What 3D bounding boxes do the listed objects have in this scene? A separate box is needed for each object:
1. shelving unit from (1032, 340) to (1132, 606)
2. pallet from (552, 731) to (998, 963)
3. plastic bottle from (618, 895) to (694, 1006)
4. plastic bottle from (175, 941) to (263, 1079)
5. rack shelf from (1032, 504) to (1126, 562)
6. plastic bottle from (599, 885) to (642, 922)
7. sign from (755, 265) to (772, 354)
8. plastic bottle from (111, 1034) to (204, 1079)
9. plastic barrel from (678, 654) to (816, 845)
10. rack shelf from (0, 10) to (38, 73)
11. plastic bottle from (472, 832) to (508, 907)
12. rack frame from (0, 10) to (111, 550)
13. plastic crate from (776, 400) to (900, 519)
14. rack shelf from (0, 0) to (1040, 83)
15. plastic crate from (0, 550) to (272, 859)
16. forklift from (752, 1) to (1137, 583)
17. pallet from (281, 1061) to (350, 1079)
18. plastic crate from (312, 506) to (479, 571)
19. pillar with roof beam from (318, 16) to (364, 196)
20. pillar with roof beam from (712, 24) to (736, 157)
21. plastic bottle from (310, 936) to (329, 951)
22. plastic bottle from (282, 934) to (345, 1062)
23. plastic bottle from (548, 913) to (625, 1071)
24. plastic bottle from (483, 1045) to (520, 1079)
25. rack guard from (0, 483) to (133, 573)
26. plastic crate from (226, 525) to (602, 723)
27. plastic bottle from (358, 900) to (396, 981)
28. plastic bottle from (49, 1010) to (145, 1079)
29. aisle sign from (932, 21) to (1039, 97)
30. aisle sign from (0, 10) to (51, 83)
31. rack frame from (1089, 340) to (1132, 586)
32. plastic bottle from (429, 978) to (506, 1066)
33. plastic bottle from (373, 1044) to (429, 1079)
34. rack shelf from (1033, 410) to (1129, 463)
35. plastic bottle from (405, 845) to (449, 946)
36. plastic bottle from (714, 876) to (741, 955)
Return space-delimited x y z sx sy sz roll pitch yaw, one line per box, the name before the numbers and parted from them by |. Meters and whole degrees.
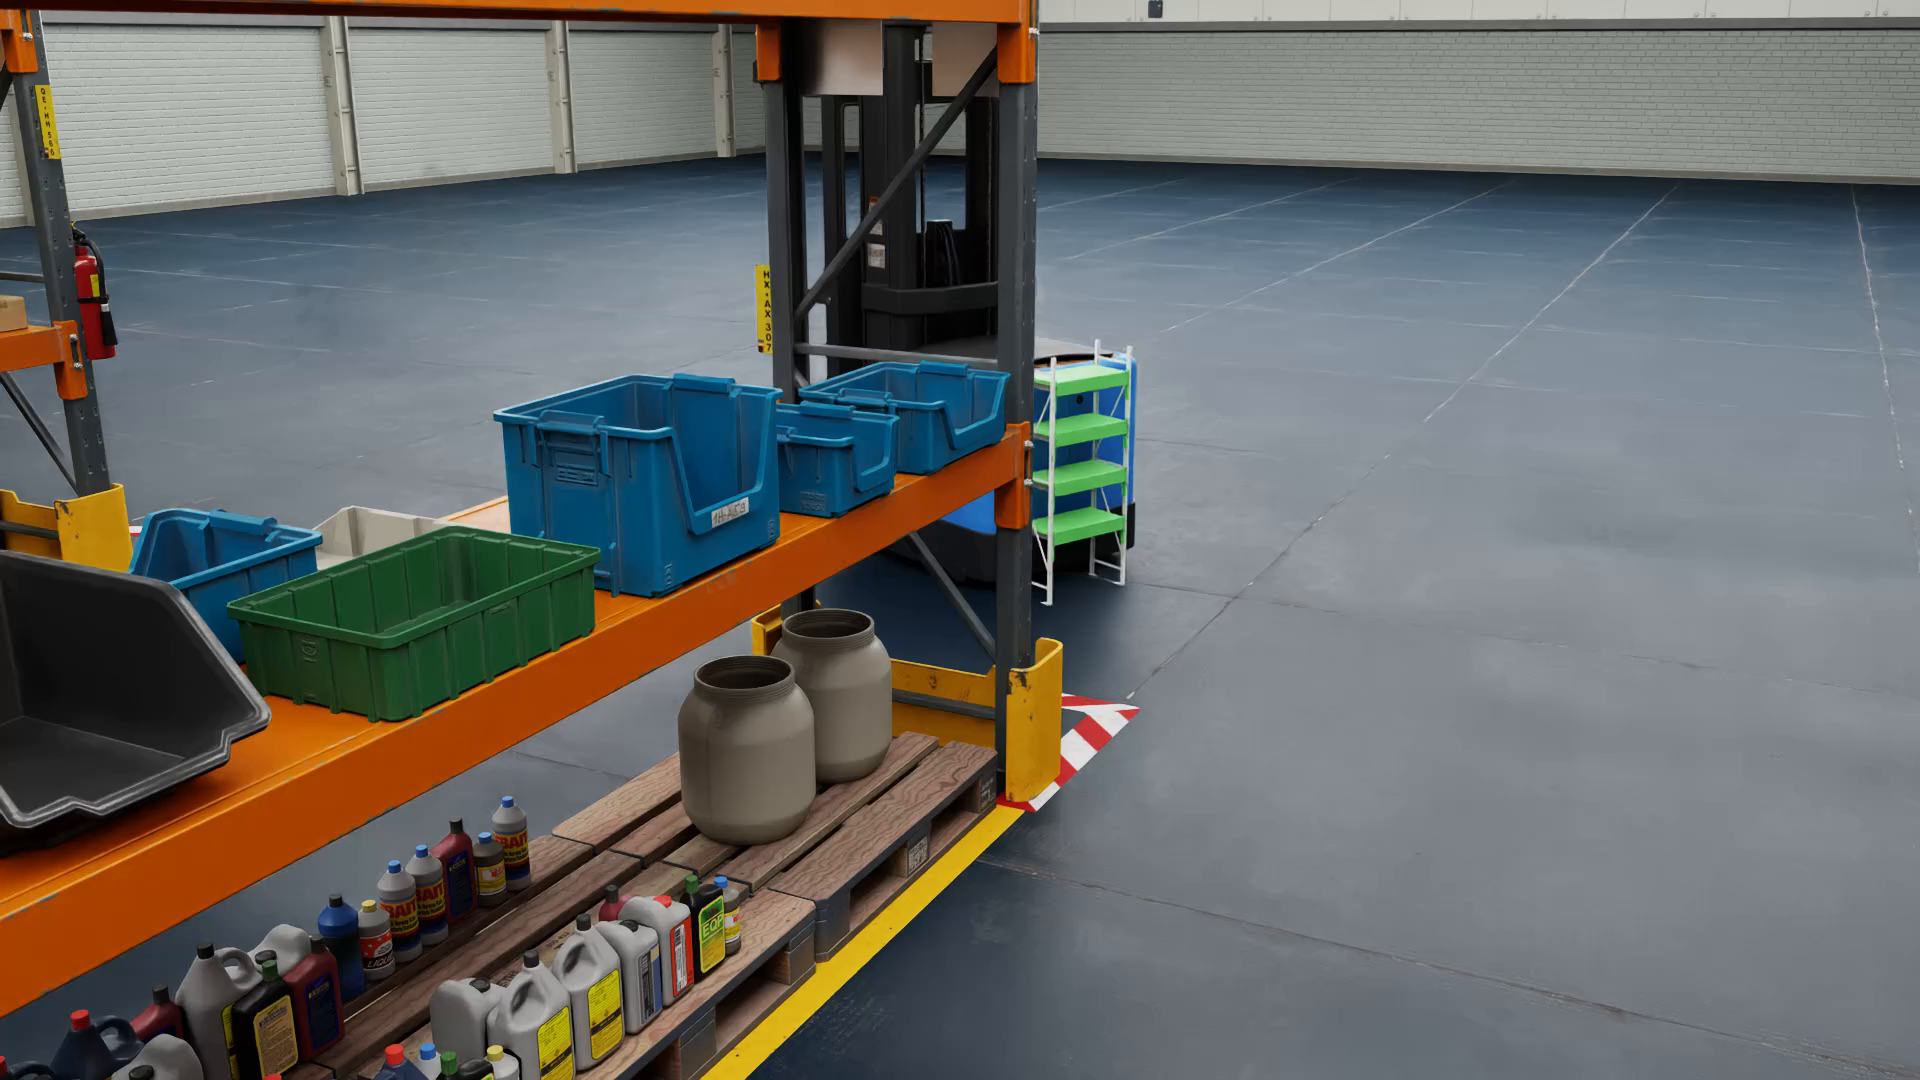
shelving unit | 0.549 -0.330 8.026 0.503 1.200 0.258 -13 21 -37
pallet | -0.575 0.923 5.544 1.003 0.211 1.213 8 18 25
plastic bottle | -0.781 1.034 4.285 0.152 0.276 0.135 8 18 26
plastic bottle | -1.743 1.101 3.929 0.144 0.351 0.185 8 18 25
rack shelf | 0.549 -0.038 8.113 0.480 0.148 0.258 -13 21 -37
plastic bottle | -0.876 1.017 4.329 0.061 0.283 0.133 8 18 25
sign | -0.705 -0.849 6.127 0.100 0.325 0.005 8 18 25
plastic bottle | -1.743 1.232 3.620 0.152 0.276 0.135 8 18 25
plastic barrel | -0.665 0.652 5.195 0.421 0.512 0.421 0 17 0
rack shelf | -5.540 -1.859 6.009 1.077 0.370 4.000 8 18 25
plastic bottle | -1.350 0.934 4.753 0.097 0.201 0.097 0 17 0
rack frame | -4.646 -1.275 8.049 1.000 3.000 0.127 8 18 25
plastic crate | -0.466 -0.243 4.836 0.499 0.251 0.408 8 18 25
rack shelf | -1.109 -1.228 3.887 1.077 0.370 4.000 8 18 25
plastic crate | -1.655 0.287 2.900 0.767 0.338 0.504 8 18 25
forklift | -0.409 -1.548 9.088 1.130 2.935 3.031 -13 21 -37
pallet | -1.665 1.545 3.452 1.003 0.211 1.213 8 18 25
plastic crate | -1.504 0.055 4.035 0.530 0.136 0.437 8 18 25
pillar with roof beam | -7.177 -10.017 26.944 9.100 9.000 0.400 8 18 25
pillar with roof beam | -1.815 -13.073 37.235 9.100 9.000 0.400 8 18 25
plastic bottle | -1.638 1.098 4.201 0.097 0.201 0.097 0 17 0
plastic bottle | -1.571 1.106 4.031 0.061 0.283 0.133 8 18 25
plastic bottle | -0.913 1.076 4.012 0.144 0.351 0.185 9 19 28
plastic bottle | -1.039 1.235 3.742 0.097 0.201 0.097 0 17 0
rack guard | -4.680 -0.057 8.339 1.175 0.500 0.348 8 18 25
plastic crate | -1.144 0.166 3.570 0.450 0.188 0.662 8 18 25
plastic bottle | -1.546 1.046 4.377 0.097 0.201 0.097 0 17 0
plastic bottle | -1.887 1.183 3.652 0.144 0.351 0.185 7 18 23
aisle sign | 0.083 -1.872 5.491 0.394 0.787 0.004 8 18 25
aisle sign | -4.350 -2.499 7.603 0.394 0.787 0.004 8 18 25
rack frame | 0.738 -0.373 8.174 0.015 1.200 0.240 -13 21 -37
plastic bottle | -1.140 1.147 3.905 0.152 0.276 0.135 8 18 25
plastic bottle | -1.186 1.232 3.488 0.144 0.351 0.185 7 18 23
rack shelf | 0.549 -0.498 7.976 0.480 0.148 0.258 -13 21 -37
plastic bottle | -1.457 0.962 4.538 0.097 0.271 0.097 0 17 0
plastic bottle | -0.644 1.009 4.500 0.097 0.201 0.097 0 17 0
